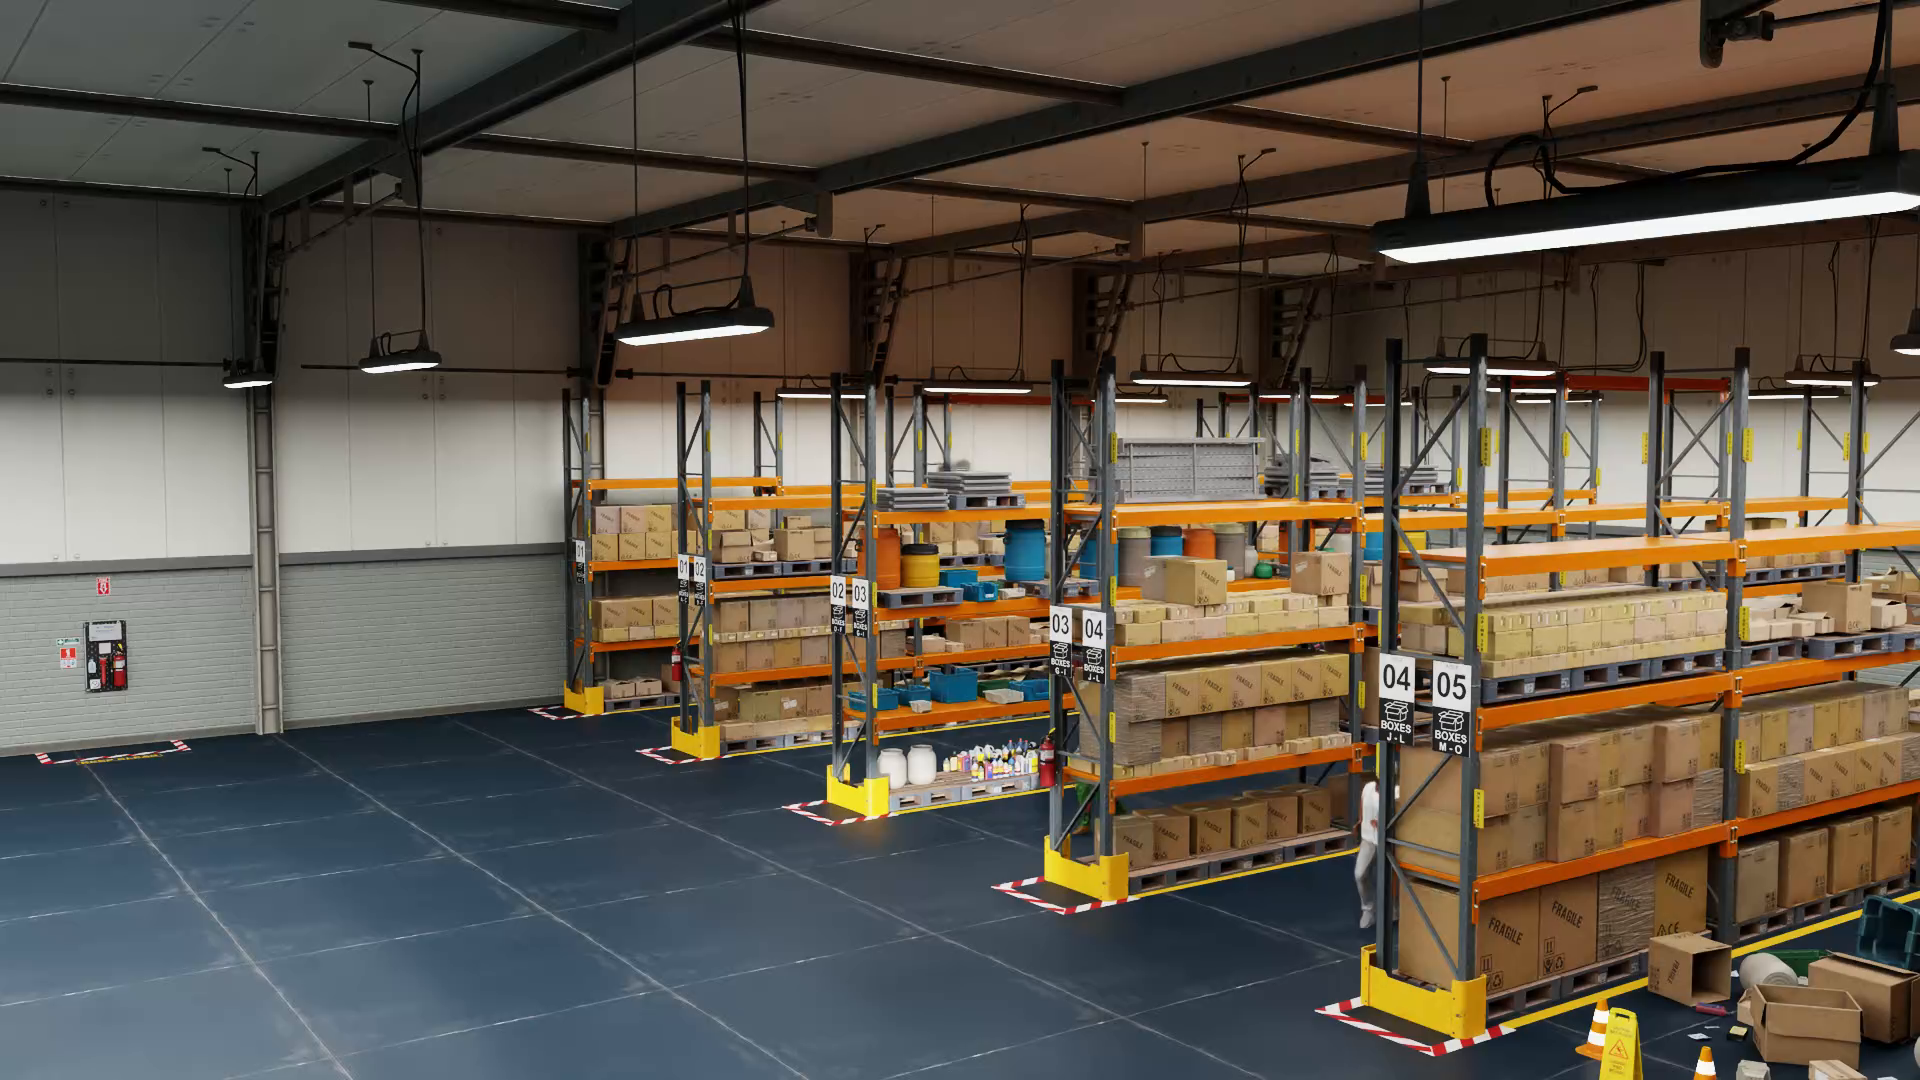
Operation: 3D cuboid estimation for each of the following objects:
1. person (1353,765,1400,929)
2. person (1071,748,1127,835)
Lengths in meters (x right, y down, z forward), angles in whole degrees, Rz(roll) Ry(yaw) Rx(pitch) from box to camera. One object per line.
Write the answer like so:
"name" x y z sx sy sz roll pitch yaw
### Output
"person" 4.385 3.174 17.354 0.675 1.803 0.733 3 5 38
"person" 1.778 2.893 21.515 0.819 1.780 0.677 -3 4 -35
